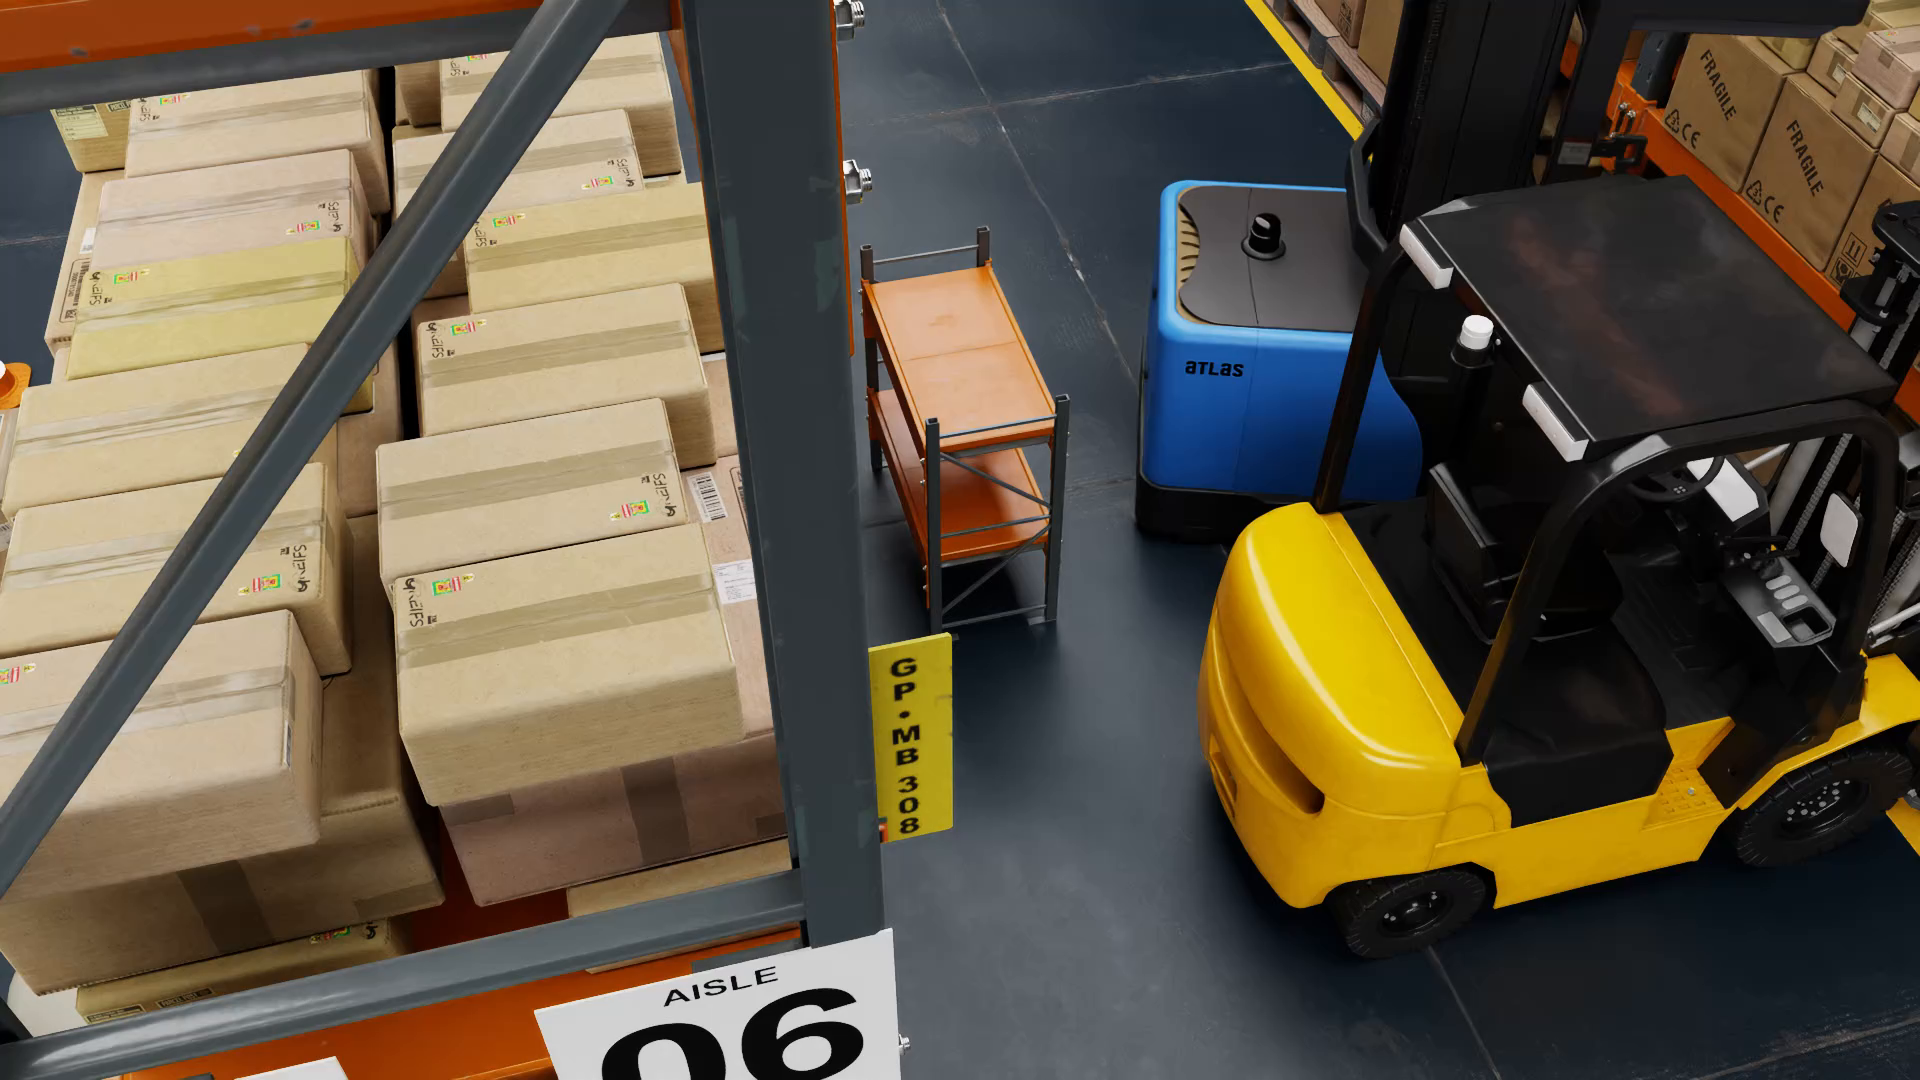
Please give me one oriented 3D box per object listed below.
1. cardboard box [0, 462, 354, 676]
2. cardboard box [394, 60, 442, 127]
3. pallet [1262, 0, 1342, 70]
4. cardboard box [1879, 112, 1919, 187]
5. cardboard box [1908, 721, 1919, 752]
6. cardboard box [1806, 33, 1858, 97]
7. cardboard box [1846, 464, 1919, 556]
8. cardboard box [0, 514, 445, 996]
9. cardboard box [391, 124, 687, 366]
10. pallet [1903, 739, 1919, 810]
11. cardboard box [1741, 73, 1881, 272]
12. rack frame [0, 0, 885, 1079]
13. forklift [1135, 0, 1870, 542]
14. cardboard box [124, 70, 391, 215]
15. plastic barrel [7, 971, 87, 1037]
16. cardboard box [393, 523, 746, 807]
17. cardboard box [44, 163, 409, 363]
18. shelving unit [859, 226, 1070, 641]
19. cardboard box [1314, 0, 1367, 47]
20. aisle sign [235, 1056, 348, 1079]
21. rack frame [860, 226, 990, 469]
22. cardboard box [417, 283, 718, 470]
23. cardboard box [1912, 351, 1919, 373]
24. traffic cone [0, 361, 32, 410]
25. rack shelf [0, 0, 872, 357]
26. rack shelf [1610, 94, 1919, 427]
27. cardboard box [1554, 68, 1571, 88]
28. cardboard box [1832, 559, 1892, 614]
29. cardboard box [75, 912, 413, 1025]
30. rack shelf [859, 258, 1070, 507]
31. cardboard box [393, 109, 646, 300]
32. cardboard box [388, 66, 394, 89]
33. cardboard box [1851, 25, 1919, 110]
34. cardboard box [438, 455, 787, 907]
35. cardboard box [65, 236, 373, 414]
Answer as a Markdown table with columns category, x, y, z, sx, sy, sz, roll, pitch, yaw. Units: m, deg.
| category | x | y | z | sx | sy | sz | roll | pitch | yaw |
| --- | --- | --- | --- | --- | --- | --- | --- | --- | --- |
| cardboard box | -0.982 | 0.064 | 2.105 | 0.380 | 0.149 | 0.250 | -10 | 46 | -10 |
| cardboard box | -0.835 | -0.911 | 3.060 | 0.380 | 0.149 | 0.250 | -10 | 46 | -9 |
| pallet | 2.341 | -3.212 | 9.750 | 1.003 | 0.211 | 1.213 | -11 | 47 | -10 |
| cardboard box | 3.238 | -1.278 | 5.378 | 0.380 | 0.149 | 0.250 | -11 | 47 | -11 |
| cardboard box | 3.553 | 0.616 | 5.677 | 0.500 | 0.250 | 0.500 | -10 | 46 | -10 |
| cardboard box | 3.181 | -1.643 | 5.736 | 0.380 | 0.149 | 0.250 | -11 | 47 | -10 |
| cardboard box | 3.399 | -0.085 | 5.665 | 0.500 | 0.250 | 0.500 | -12 | 47 | -11 |
| cardboard box | -0.973 | 0.264 | 2.188 | 0.500 | 0.250 | 0.500 | -11 | 47 | -11 |
| cardboard box | -0.728 | -0.530 | 2.965 | 0.500 | 0.250 | 0.500 | -9 | 46 | -9 |
| pallet | 3.671 | 0.374 | 6.235 | 1.003 | 0.211 | 1.213 | -11 | 47 | -10 |
| cardboard box | 3.202 | -1.327 | 5.880 | 0.500 | 0.500 | 0.500 | -10 | 46 | -10 |
| rack frame | -0.581 | -0.430 | 0.871 | 1.000 | 3.000 | 0.127 | -11 | 47 | -10 |
| forklift | 2.258 | -1.283 | 5.956 | 3.031 | 2.935 | 1.130 | 4 | 46 | 4 |
| cardboard box | -1.178 | -0.649 | 2.803 | 0.380 | 0.149 | 0.250 | -12 | 47 | -11 |
| plastic barrel | -2.574 | 1.422 | 5.060 | 0.512 | 0.421 | 0.421 | 19 | 48 | 17 |
| cardboard box | -0.475 | 0.146 | 2.024 | 0.380 | 0.149 | 0.250 | -11 | 47 | -11 |
| cardboard box | -1.238 | -0.441 | 2.878 | 0.500 | 0.250 | 0.500 | -10 | 46 | -9 |
| shelving unit | -0.002 | -0.398 | 6.353 | 0.538 | 1.125 | 1.048 | -11 | 47 | -10 |
| cardboard box | 2.489 | -3.197 | 9.152 | 0.875 | 0.625 | 0.625 | -9 | 46 | -9 |
| aisle sign | -0.846 | 0.855 | 1.991 | 0.394 | 0.787 | 0.004 | -11 | 47 | -10 |
| rack frame | -0.132 | -0.749 | 6.697 | 0.500 | 1.125 | 0.032 | -11 | 47 | -10 |
| cardboard box | -0.560 | -0.209 | 2.372 | 0.380 | 0.149 | 0.250 | -11 | 47 | -10 |
| cardboard box | 3.441 | -0.626 | 5.193 | 0.500 | 0.500 | 0.500 | -10 | 46 | -10 |
| traffic cone | -4.317 | -0.822 | 7.231 | 0.336 | 0.463 | 0.334 | -11 | 47 | -10 |
| rack shelf | -1.093 | -1.558 | 2.482 | 1.077 | 0.370 | 4.000 | -11 | 47 | -10 |
| rack shelf | 3.704 | -0.370 | 5.516 | 1.077 | 0.370 | 4.000 | -11 | 47 | -10 |
| cardboard box | 2.856 | -2.214 | 8.188 | 0.875 | 0.625 | 0.625 | -11 | 47 | -11 |
| cardboard box | 3.394 | 0.074 | 5.858 | 0.500 | 0.250 | 0.500 | -11 | 47 | -10 |
| cardboard box | -0.943 | 0.512 | 2.223 | 0.380 | 0.149 | 0.250 | -11 | 47 | -10 |
| rack shelf | -0.002 | -0.603 | 6.144 | 0.538 | 0.278 | 1.000 | -11 | 47 | -10 |
| cardboard box | -0.708 | -0.550 | 2.706 | 0.380 | 0.149 | 0.250 | -11 | 47 | -11 |
| cardboard box | -1.501 | -1.137 | 3.561 | 0.500 | 0.250 | 0.500 | -10 | 46 | -10 |
| cardboard box | 3.182 | -1.559 | 5.445 | 0.380 | 0.149 | 0.250 | -10 | 46 | -9 |
| cardboard box | -0.453 | 0.172 | 2.278 | 0.500 | 0.250 | 0.500 | -11 | 47 | -11 |
| cardboard box | -1.081 | -0.294 | 2.455 | 0.380 | 0.149 | 0.250 | -10 | 46 | -10 |
